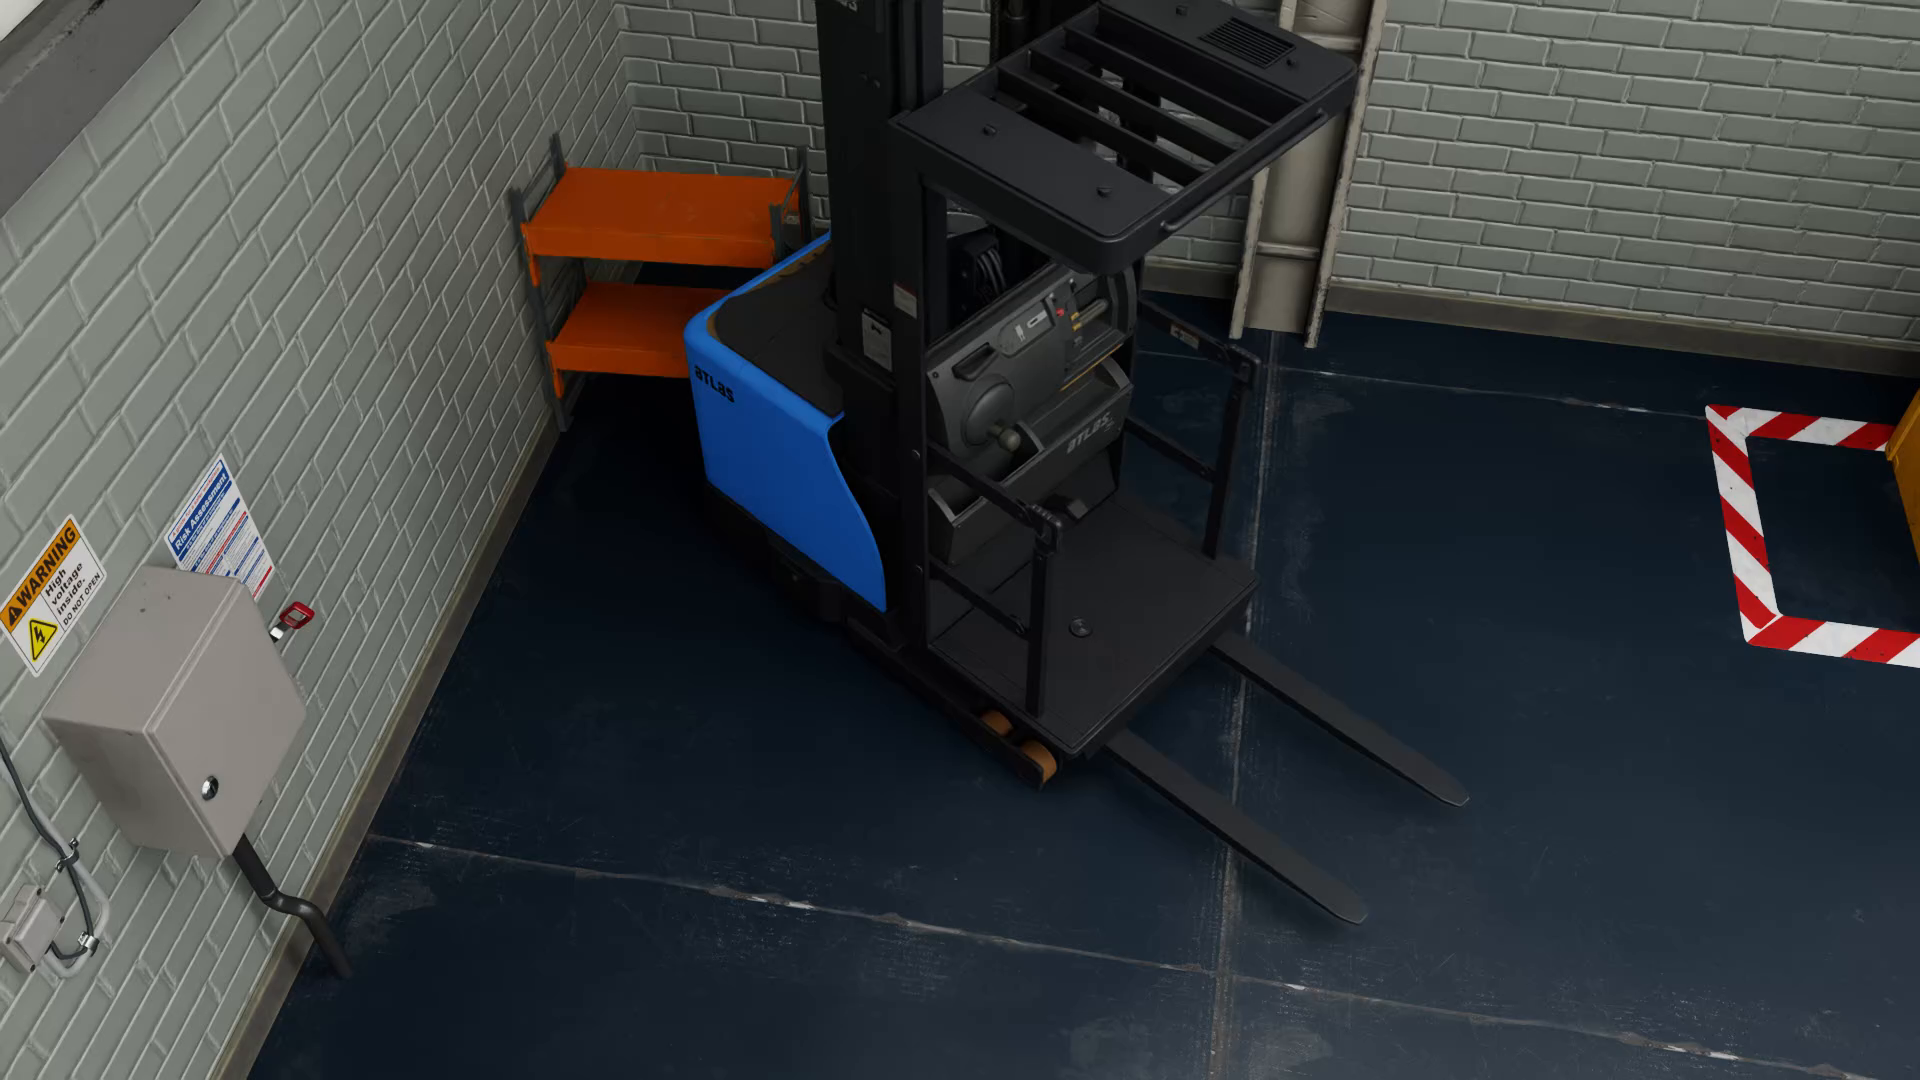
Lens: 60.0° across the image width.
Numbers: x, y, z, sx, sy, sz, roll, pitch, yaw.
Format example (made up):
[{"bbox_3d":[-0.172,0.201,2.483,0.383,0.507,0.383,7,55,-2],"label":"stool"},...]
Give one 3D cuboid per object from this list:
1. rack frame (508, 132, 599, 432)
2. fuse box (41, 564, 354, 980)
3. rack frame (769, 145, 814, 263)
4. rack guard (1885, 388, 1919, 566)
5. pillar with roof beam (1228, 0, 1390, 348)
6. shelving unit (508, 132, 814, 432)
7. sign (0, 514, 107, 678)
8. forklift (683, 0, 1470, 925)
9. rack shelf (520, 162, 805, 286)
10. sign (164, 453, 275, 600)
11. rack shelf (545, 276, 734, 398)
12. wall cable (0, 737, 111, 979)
[{"bbox_3d":[-1.654,-1.048,6.859,0.032,1.125,0.500,5,40,7],"label":"rack frame"},{"bbox_3d":[-1.983,0.827,4.828,0.414,1.711,0.539,8,49,7],"label":"fuse box"},{"bbox_3d":[-0.648,-0.967,6.733,0.032,1.125,0.500,5,40,7],"label":"rack frame"},{"bbox_3d":[4.006,-0.144,6.516,0.348,0.500,1.175,8,49,7],"label":"rack guard"},{"bbox_3d":[0.673,-0.860,1.445,0.400,9.000,9.100,8,49,7],"label":"pillar with roof beam"},{"bbox_3d":[-1.151,-1.008,6.796,1.048,1.125,0.538,5,40,7],"label":"shelving unit"},{"bbox_3d":[-2.197,0.134,4.030,0.001,0.242,0.339,8,49,7],"label":"sign"},{"bbox_3d":[0.401,-0.551,5.247,3.031,2.935,1.130,35,57,27],"label":"forklift"},{"bbox_3d":[-1.156,-1.232,6.608,1.000,0.278,0.538,5,40,7],"label":"rack shelf"},{"bbox_3d":[-2.099,0.040,4.734,0.001,0.494,0.329,8,49,7],"label":"sign"},{"bbox_3d":[-1.146,-0.820,6.953,1.000,0.278,0.538,5,40,7],"label":"rack shelf"},{"bbox_3d":[-2.260,0.536,3.541,0.122,1.984,0.588,8,49,7],"label":"wall cable"}]
